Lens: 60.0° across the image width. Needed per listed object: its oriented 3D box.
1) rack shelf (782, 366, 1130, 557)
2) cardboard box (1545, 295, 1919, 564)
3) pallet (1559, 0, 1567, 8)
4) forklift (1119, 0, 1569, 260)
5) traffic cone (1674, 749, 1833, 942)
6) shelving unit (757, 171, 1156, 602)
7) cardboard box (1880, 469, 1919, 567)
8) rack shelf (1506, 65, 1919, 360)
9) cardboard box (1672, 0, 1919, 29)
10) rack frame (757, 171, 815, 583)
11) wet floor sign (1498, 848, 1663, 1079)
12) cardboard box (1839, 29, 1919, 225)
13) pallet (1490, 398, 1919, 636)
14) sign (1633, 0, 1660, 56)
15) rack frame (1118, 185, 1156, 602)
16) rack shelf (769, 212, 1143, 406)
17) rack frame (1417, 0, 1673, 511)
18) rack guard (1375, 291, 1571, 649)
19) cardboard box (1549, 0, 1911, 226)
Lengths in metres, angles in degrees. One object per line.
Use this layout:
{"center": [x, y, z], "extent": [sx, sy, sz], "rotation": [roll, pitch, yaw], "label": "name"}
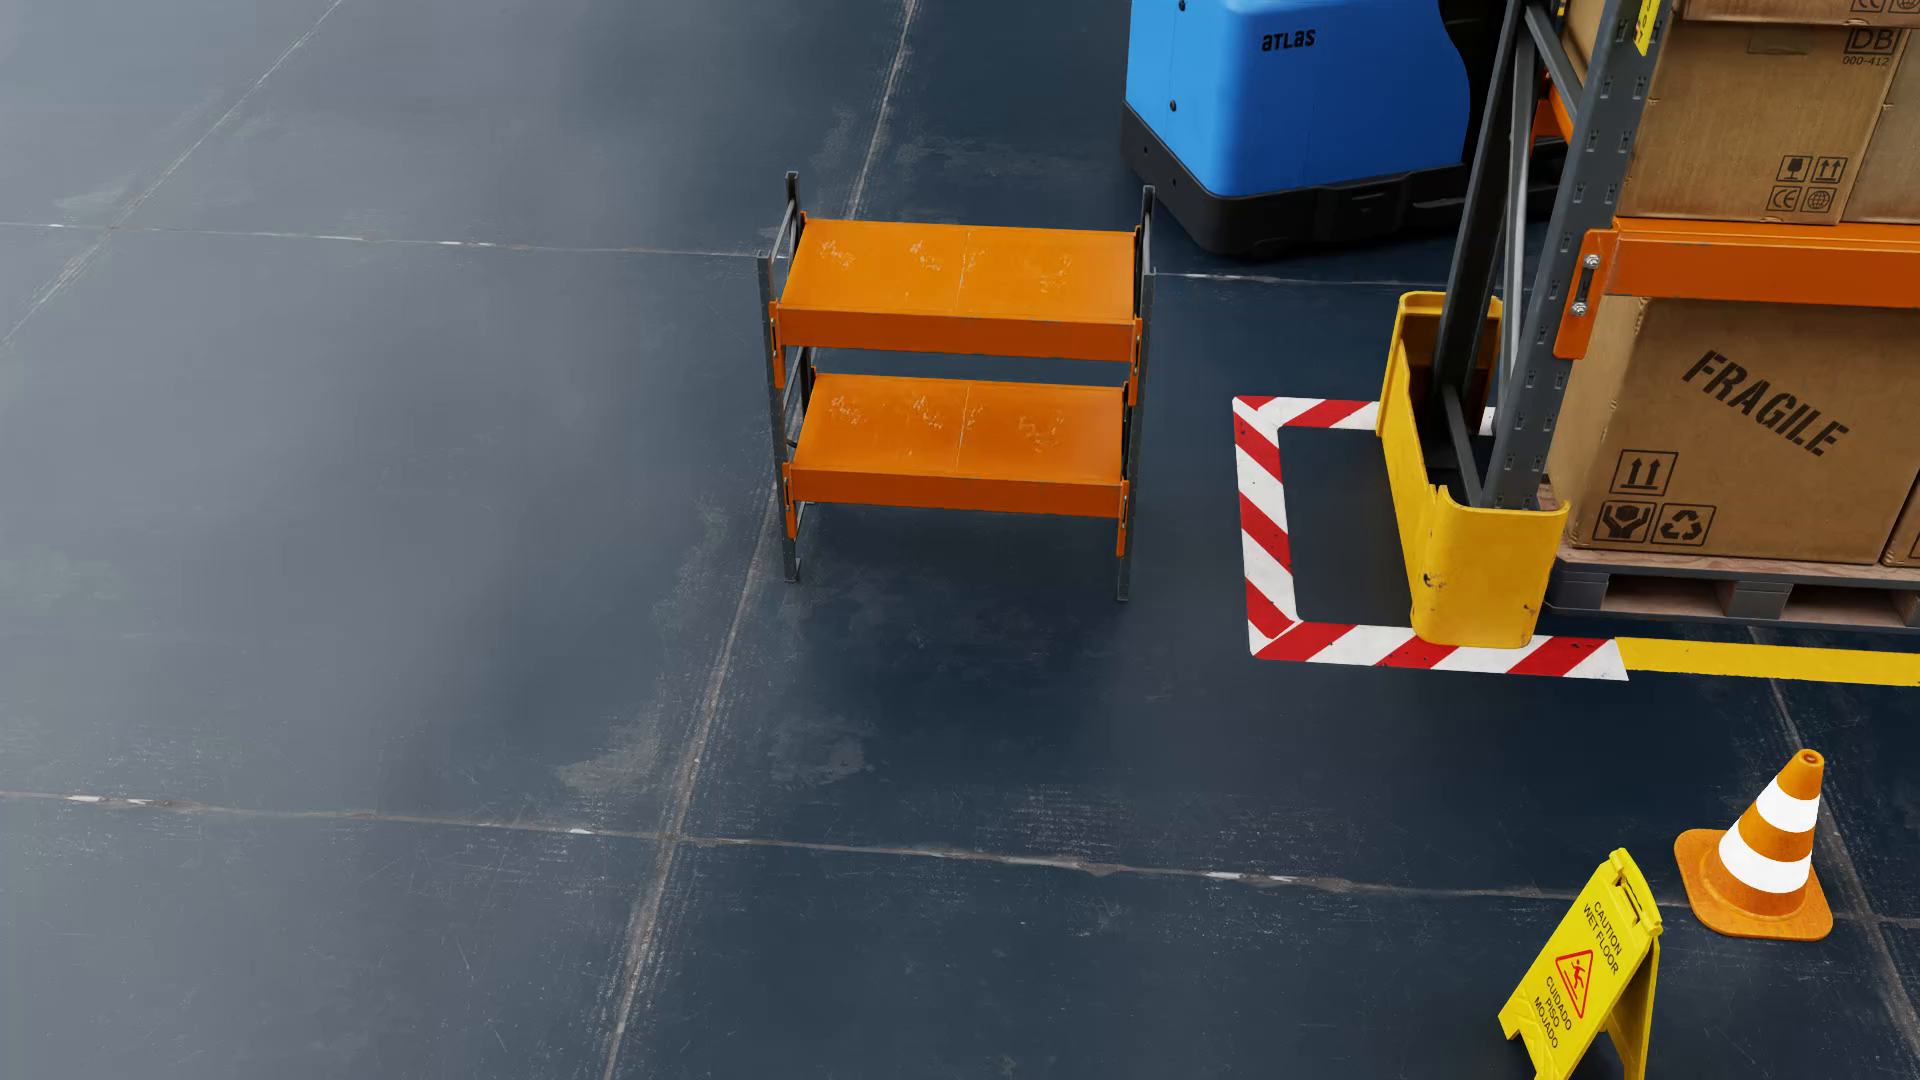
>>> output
{"center": [0.007, -0.246, 5.049], "extent": [1.000, 0.278, 0.538], "rotation": [3, 39, 4], "label": "rack shelf"}
{"center": [2.264, -0.560, 4.913], "extent": [0.875, 0.875, 0.875], "rotation": [3, 39, 4], "label": "cardboard box"}
{"center": [2.993, -3.179, 8.988], "extent": [1.213, 0.211, 1.003], "rotation": [3, 39, 4], "label": "pallet"}
{"center": [2.264, -2.781, 6.344], "extent": [3.031, 2.935, 1.130], "rotation": [-11, 40, -13], "label": "forklift"}
{"center": [1.989, 0.689, 4.037], "extent": [0.334, 0.463, 0.336], "rotation": [3, 39, 4], "label": "traffic cone"}
{"center": [0.007, -0.436, 4.894], "extent": [1.048, 1.125, 0.538], "rotation": [3, 39, 4], "label": "shelving unit"}
{"center": [3.141, -0.514, 4.855], "extent": [0.875, 0.875, 0.875], "rotation": [3, 39, 3], "label": "cardboard box"}
{"center": [3.575, -0.829, 4.462], "extent": [4.000, 0.370, 1.077], "rotation": [3, 39, 4], "label": "rack shelf"}
{"center": [1.949, -1.649, 3.926], "extent": [0.550, 0.550, 0.875], "rotation": [3, 39, 4], "label": "cardboard box"}
{"center": [-0.500, -0.464, 4.928], "extent": [0.032, 1.125, 0.500], "rotation": [3, 39, 4], "label": "rack frame"}
{"center": [1.383, 0.940, 3.584], "extent": [0.232, 0.644, 0.267], "rotation": [-3, 39, -4], "label": "wet floor sign"}
{"center": [2.506, -1.267, 4.312], "extent": [0.550, 0.550, 0.875], "rotation": [3, 39, 4], "label": "cardboard box"}
{"center": [2.386, -0.141, 5.256], "extent": [1.213, 0.211, 1.003], "rotation": [3, 39, 4], "label": "pallet"}
{"center": [1.529, -1.235, 3.642], "extent": [0.005, 0.325, 0.100], "rotation": [3, 39, 4], "label": "sign"}
{"center": [0.513, -0.408, 4.860], "extent": [0.032, 1.125, 0.500], "rotation": [3, 39, 4], "label": "rack frame"}
{"center": [0.007, -0.663, 4.710], "extent": [1.000, 0.278, 0.538], "rotation": [3, 39, 4], "label": "rack shelf"}
{"center": [1.583, -1.217, 4.369], "extent": [0.127, 3.000, 1.000], "rotation": [3, 39, 4], "label": "rack frame"}
{"center": [1.559, -0.249, 5.159], "extent": [0.348, 0.500, 1.175], "rotation": [3, 39, 4], "label": "rack guard"}
{"center": [1.956, -1.283, 4.332], "extent": [0.550, 0.550, 0.875], "rotation": [3, 39, 4], "label": "cardboard box"}
